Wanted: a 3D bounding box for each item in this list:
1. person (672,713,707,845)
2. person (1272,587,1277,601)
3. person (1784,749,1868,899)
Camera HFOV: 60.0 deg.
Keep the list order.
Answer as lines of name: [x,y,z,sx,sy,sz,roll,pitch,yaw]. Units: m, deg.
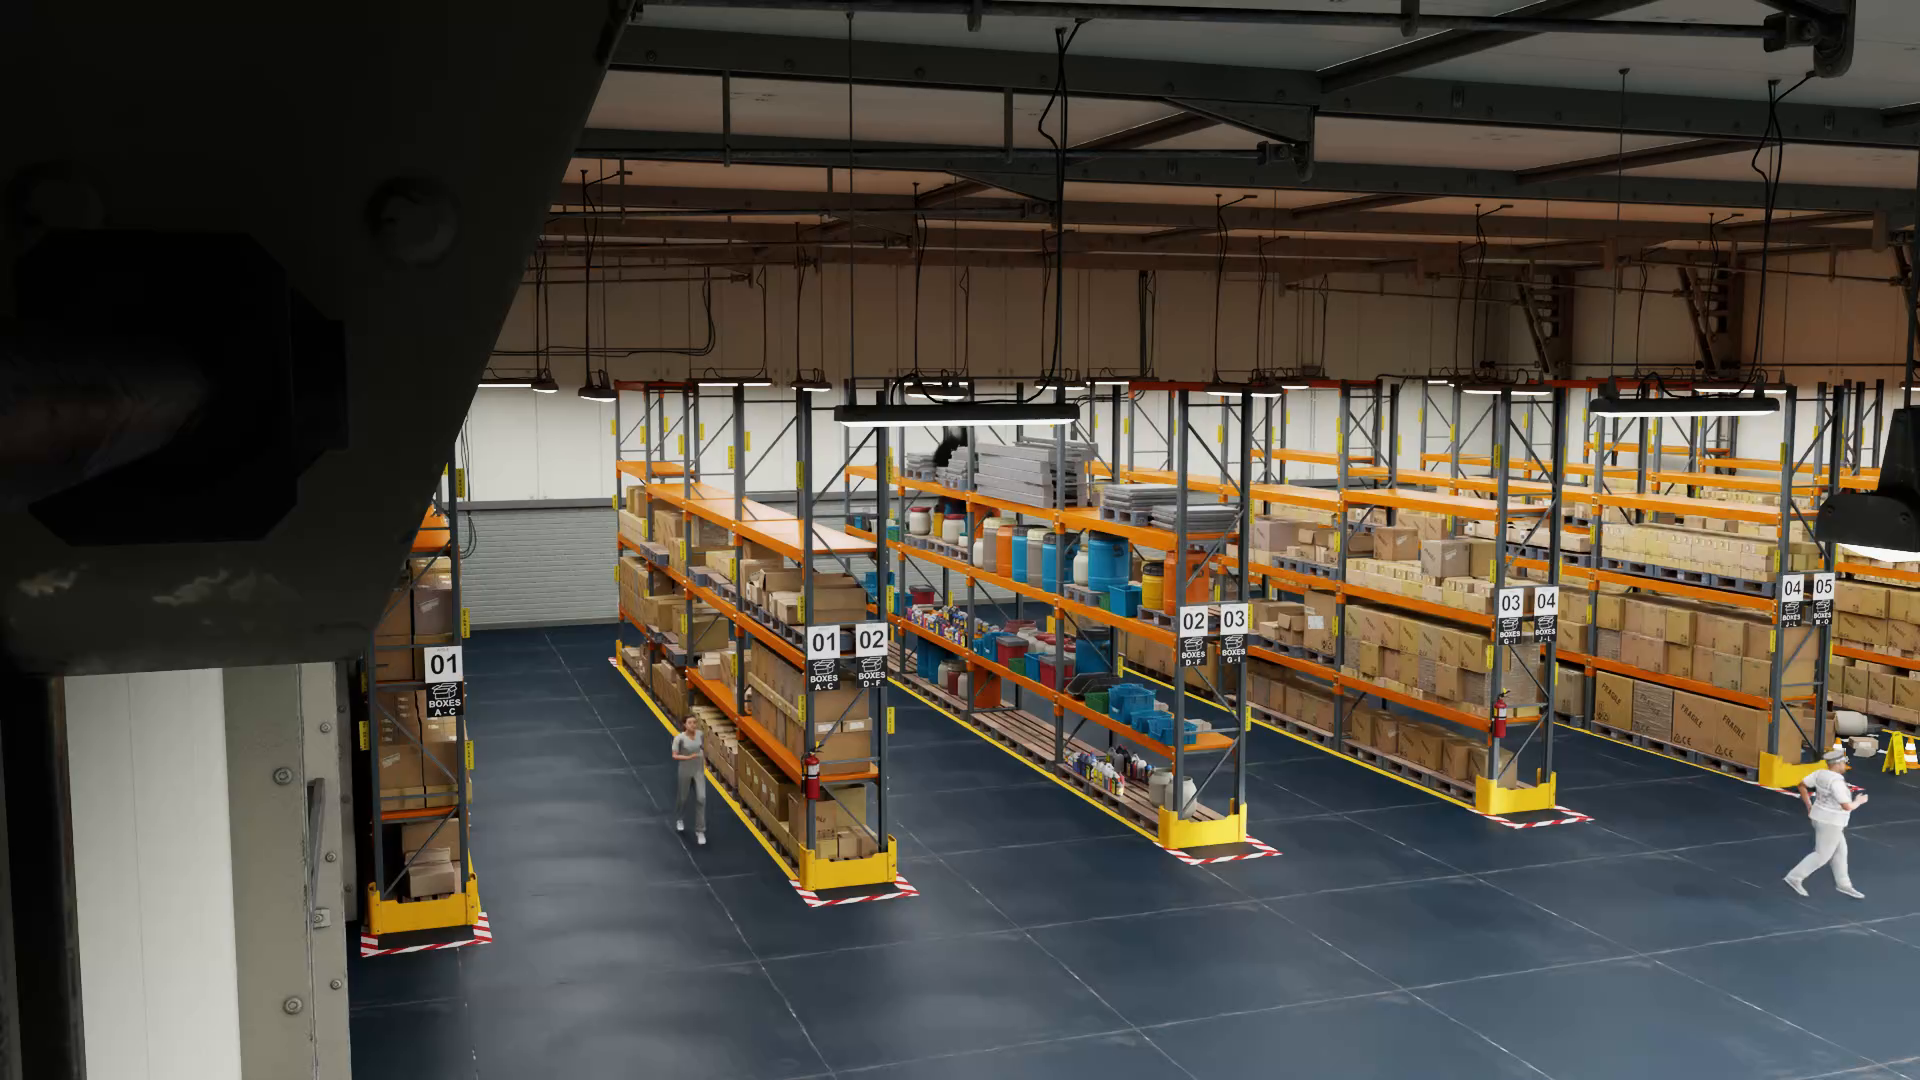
person: [-3.611,3.134,22.205,0.543,1.697,0.909,-3,7,-27]
person: [8.157,0.915,42.955,0.658,1.758,0.738,5,8,38]
person: [10.240,3.356,19.636,0.959,1.790,0.650,1,6,7]
